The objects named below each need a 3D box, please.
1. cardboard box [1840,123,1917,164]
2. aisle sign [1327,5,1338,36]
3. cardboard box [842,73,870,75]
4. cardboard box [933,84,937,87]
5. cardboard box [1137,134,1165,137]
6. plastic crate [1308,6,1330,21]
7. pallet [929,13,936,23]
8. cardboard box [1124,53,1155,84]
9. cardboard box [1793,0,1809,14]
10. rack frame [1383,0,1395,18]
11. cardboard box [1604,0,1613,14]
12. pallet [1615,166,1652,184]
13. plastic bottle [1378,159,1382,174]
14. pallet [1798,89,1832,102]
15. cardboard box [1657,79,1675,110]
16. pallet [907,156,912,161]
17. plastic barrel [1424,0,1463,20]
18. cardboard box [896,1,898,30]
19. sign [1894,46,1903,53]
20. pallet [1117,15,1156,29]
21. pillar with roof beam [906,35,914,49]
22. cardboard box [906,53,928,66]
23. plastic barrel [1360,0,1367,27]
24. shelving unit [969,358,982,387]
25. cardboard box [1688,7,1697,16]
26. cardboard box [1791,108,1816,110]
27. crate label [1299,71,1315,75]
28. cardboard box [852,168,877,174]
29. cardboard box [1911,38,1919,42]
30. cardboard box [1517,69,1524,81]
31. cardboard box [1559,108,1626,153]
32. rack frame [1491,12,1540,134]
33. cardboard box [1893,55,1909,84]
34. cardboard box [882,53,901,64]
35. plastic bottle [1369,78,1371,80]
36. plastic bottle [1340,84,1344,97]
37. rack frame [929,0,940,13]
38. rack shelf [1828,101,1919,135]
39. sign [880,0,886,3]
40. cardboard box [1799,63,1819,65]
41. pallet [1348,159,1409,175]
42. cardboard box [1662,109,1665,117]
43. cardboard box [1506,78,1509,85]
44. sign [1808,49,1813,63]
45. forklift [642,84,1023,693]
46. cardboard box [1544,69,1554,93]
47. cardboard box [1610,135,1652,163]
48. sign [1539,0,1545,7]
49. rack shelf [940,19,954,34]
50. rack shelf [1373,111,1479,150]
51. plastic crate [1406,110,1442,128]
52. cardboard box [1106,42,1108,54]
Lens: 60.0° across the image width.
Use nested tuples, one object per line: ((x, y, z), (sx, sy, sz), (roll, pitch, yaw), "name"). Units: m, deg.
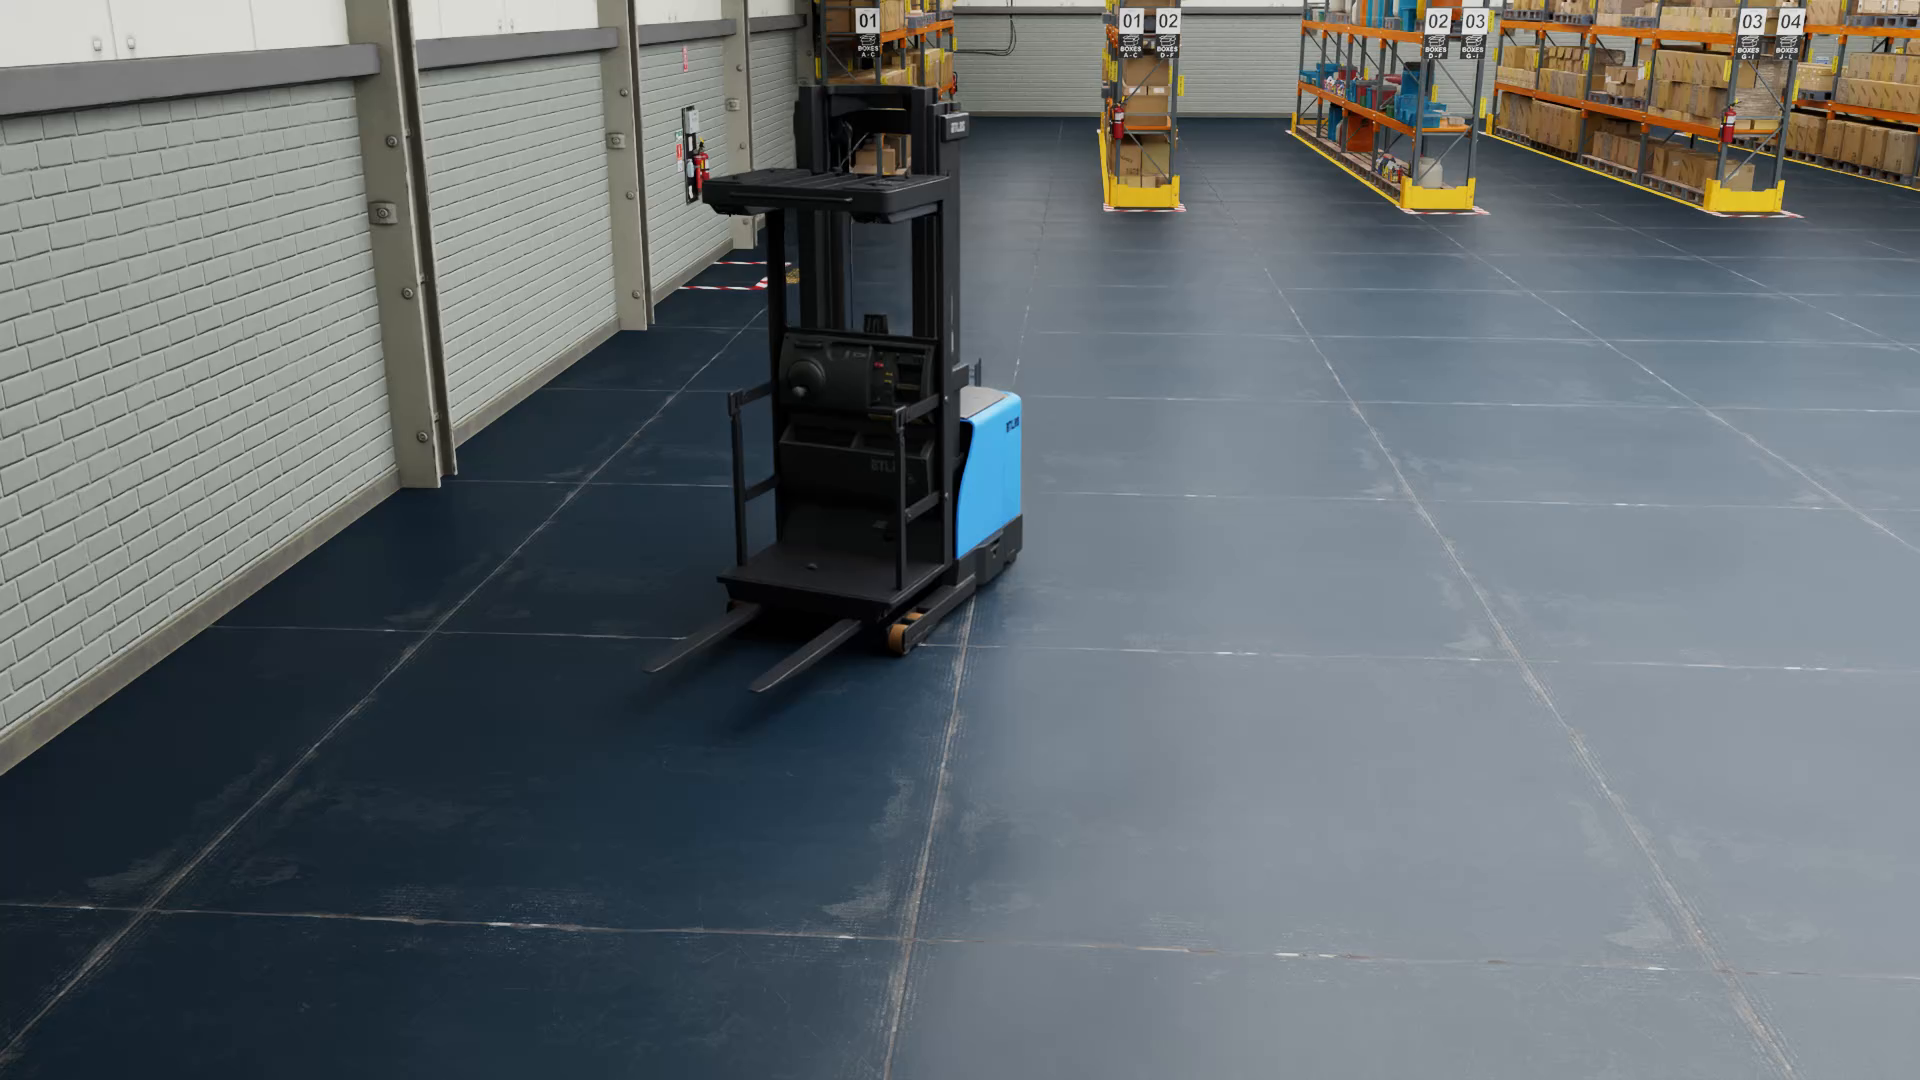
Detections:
((18.317, -7.904, 33.167), (1.050, 0.750, 0.750), (2, 18, 5), "cardboard box")
((9.501, -13.221, 42.279), (0.394, 0.787, 0.004), (1, 18, 4), "aisle sign")
((-1.889, -8.141, 29.954), (0.500, 0.500, 0.500), (2, 18, 5), "cardboard box")
((-0.725, -10.486, 38.478), (0.380, 0.149, 0.250), (1, 18, 4), "cardboard box")
((3.540, -7.300, 30.921), (0.500, 0.500, 0.500), (1, 18, 4), "cardboard box")
((8.819, -12.897, 40.749), (0.504, 0.338, 0.767), (1, 18, 4), "plastic crate")
((-0.982, -11.997, 38.210), (0.805, 0.209, 1.217), (1, 18, 2), "pallet")
((3.198, -8.101, 28.584), (0.700, 0.500, 0.500), (1, 18, 2), "cardboard box")
((18.555, -11.672, 36.070), (0.797, 0.503, 0.637), (1, 18, 3), "cardboard box")
((8.343, -11.094, 30.328), (1.000, 3.000, 0.127), (1, 18, 4), "rack frame")
((13.240, -10.787, 33.247), (0.500, 0.500, 0.500), (1, 18, 4), "cardboard box")
((13.337, -7.049, 32.097), (1.003, 0.211, 1.213), (1, 18, 4), "pallet")
((7.887, -6.967, 31.037), (0.152, 0.276, 0.135), (2, 18, 6), "plastic bottle")
((18.455, -9.365, 34.995), (1.213, 0.211, 1.003), (1, 18, 4), "pallet")
((13.118, -8.028, 29.969), (0.875, 0.500, 0.500), (1, 18, 4), "cardboard box")
((-1.400, -7.761, 34.268), (1.003, 0.211, 1.213), (1, 18, 4), "pallet")
((7.964, -8.983, 27.340), (0.600, 0.830, 0.708), (1, 18, 4), "plastic barrel")
((-1.379, -9.454, 29.949), (0.500, 0.500, 0.500), (1, 18, 2), "cardboard box")
((26.453, -13.756, 46.760), (0.339, 0.242, 0.001), (1, 18, 4), "sign")
((3.277, -9.095, 29.186), (1.003, 0.211, 1.213), (1, 18, 4), "pallet")
((2.946, -15.804, 44.701), (9.100, 9.000, 0.400), (1, 18, 4), "pillar with roof beam")
((-0.960, -10.405, 35.986), (0.500, 0.250, 0.500), (2, 18, 5), "cardboard box")
((8.307, -10.661, 33.136), (0.600, 0.830, 0.708), (1, 18, 4), "plastic barrel")
((0.006, -0.569, 10.731), (0.258, 1.200, 0.189), (3, 18, 8), "shelving unit")
((12.896, -9.176, 28.893), (0.380, 0.149, 0.250), (1, 18, 3), "cardboard box")
((18.995, -9.606, 37.557), (0.500, 0.250, 0.500), (1, 18, 2), "cardboard box")
((8.857, -11.849, 42.441), (0.416, 0.233, 0.303), (1, 18, 4), "crate label")
((-1.686, -6.366, 29.145), (0.500, 0.311, 0.500), (-1, 18, -2), "cardboard box")
((23.726, -12.365, 41.033), (0.380, 0.149, 0.250), (2, 18, 5), "cardboard box")
((13.698, -11.149, 39.895), (0.500, 0.250, 0.500), (2, 18, 5), "cardboard box")
((13.640, -8.778, 35.634), (1.225, 0.875, 0.875), (0, 18, 1), "cardboard box")
((14.143, -11.859, 42.298), (1.000, 3.000, 0.127), (1, 18, 4), "rack frame")
((18.324, -8.984, 31.757), (0.700, 0.500, 0.500), (1, 18, 4), "cardboard box")
((-1.478, -10.408, 35.994), (0.500, 0.250, 0.500), (2, 18, 5), "cardboard box")
((9.098, -10.069, 36.915), (0.144, 0.351, 0.185), (1, 18, 4), "plastic bottle")
((8.290, -9.727, 35.997), (0.097, 0.271, 0.097), (0, 18, 0), "plastic bottle")
((-0.965, -13.800, 38.585), (1.000, 3.000, 0.127), (1, 18, 4), "rack frame")
((18.366, -8.270, 32.498), (1.077, 0.370, 4.000), (1, 18, 4), "rack shelf")
((-1.284, -9.050, 27.505), (0.100, 0.325, 0.005), (1, 18, 4), "sign")
((18.924, -10.545, 37.061), (0.380, 0.149, 0.250), (1, 18, 2), "cardboard box")
((8.445, -7.542, 33.602), (1.003, 0.211, 1.213), (1, 18, 4), "pallet")
((12.938, -7.719, 30.068), (0.380, 0.149, 0.250), (1, 18, 4), "cardboard box")
((13.717, -11.318, 41.049), (0.380, 0.149, 0.250), (1, 18, 3), "cardboard box")
((19.350, -11.014, 37.859), (0.100, 0.325, 0.005), (1, 18, 4), "sign")
((-0.663, -0.923, 9.034), (1.130, 2.935, 3.031), (8, 20, 22), "forklift")
((13.539, -10.371, 37.596), (0.500, 0.500, 0.500), (1, 18, 4), "cardboard box")
((13.481, -7.839, 33.336), (0.700, 0.500, 0.500), (3, 18, 9), "cardboard box")
((13.303, -12.338, 37.984), (0.100, 0.325, 0.005), (1, 18, 4), "sign")
((-0.822, -12.653, 41.060), (1.077, 0.370, 4.000), (1, 18, 4), "rack shelf")
((8.199, -7.280, 29.478), (1.077, 0.370, 4.000), (1, 18, 4), "rack shelf")
((7.794, -7.092, 27.988), (0.499, 0.251, 0.616), (1, 18, 4), "plastic crate")
((3.862, -11.997, 40.952), (0.500, 0.500, 0.500), (1, 18, 3), "cardboard box")
